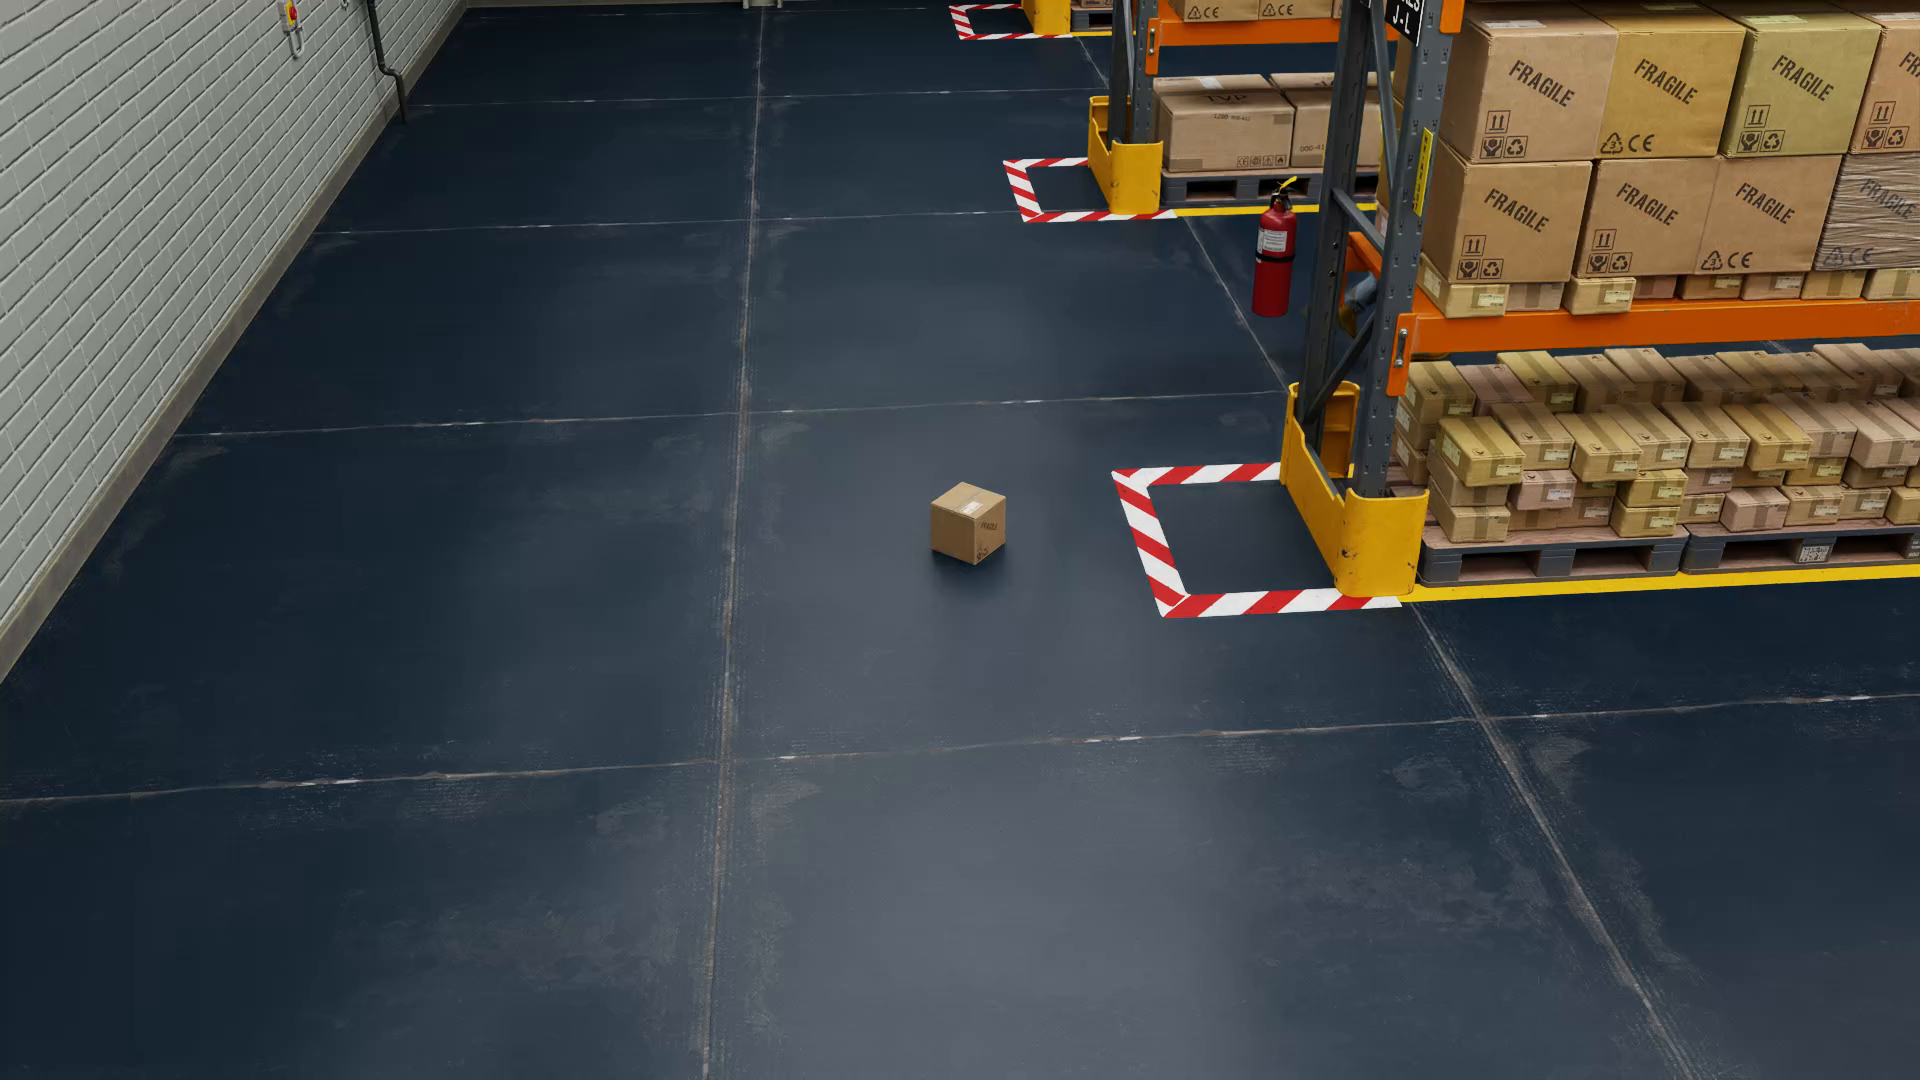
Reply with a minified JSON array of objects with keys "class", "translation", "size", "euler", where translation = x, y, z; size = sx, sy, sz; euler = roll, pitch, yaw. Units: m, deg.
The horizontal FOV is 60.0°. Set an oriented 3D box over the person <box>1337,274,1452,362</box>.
[{"class":"person","translation":[2.457,-1.780,9.080],"size":[0.678,1.717,0.619],"euler":[-7,32,-11]}]
